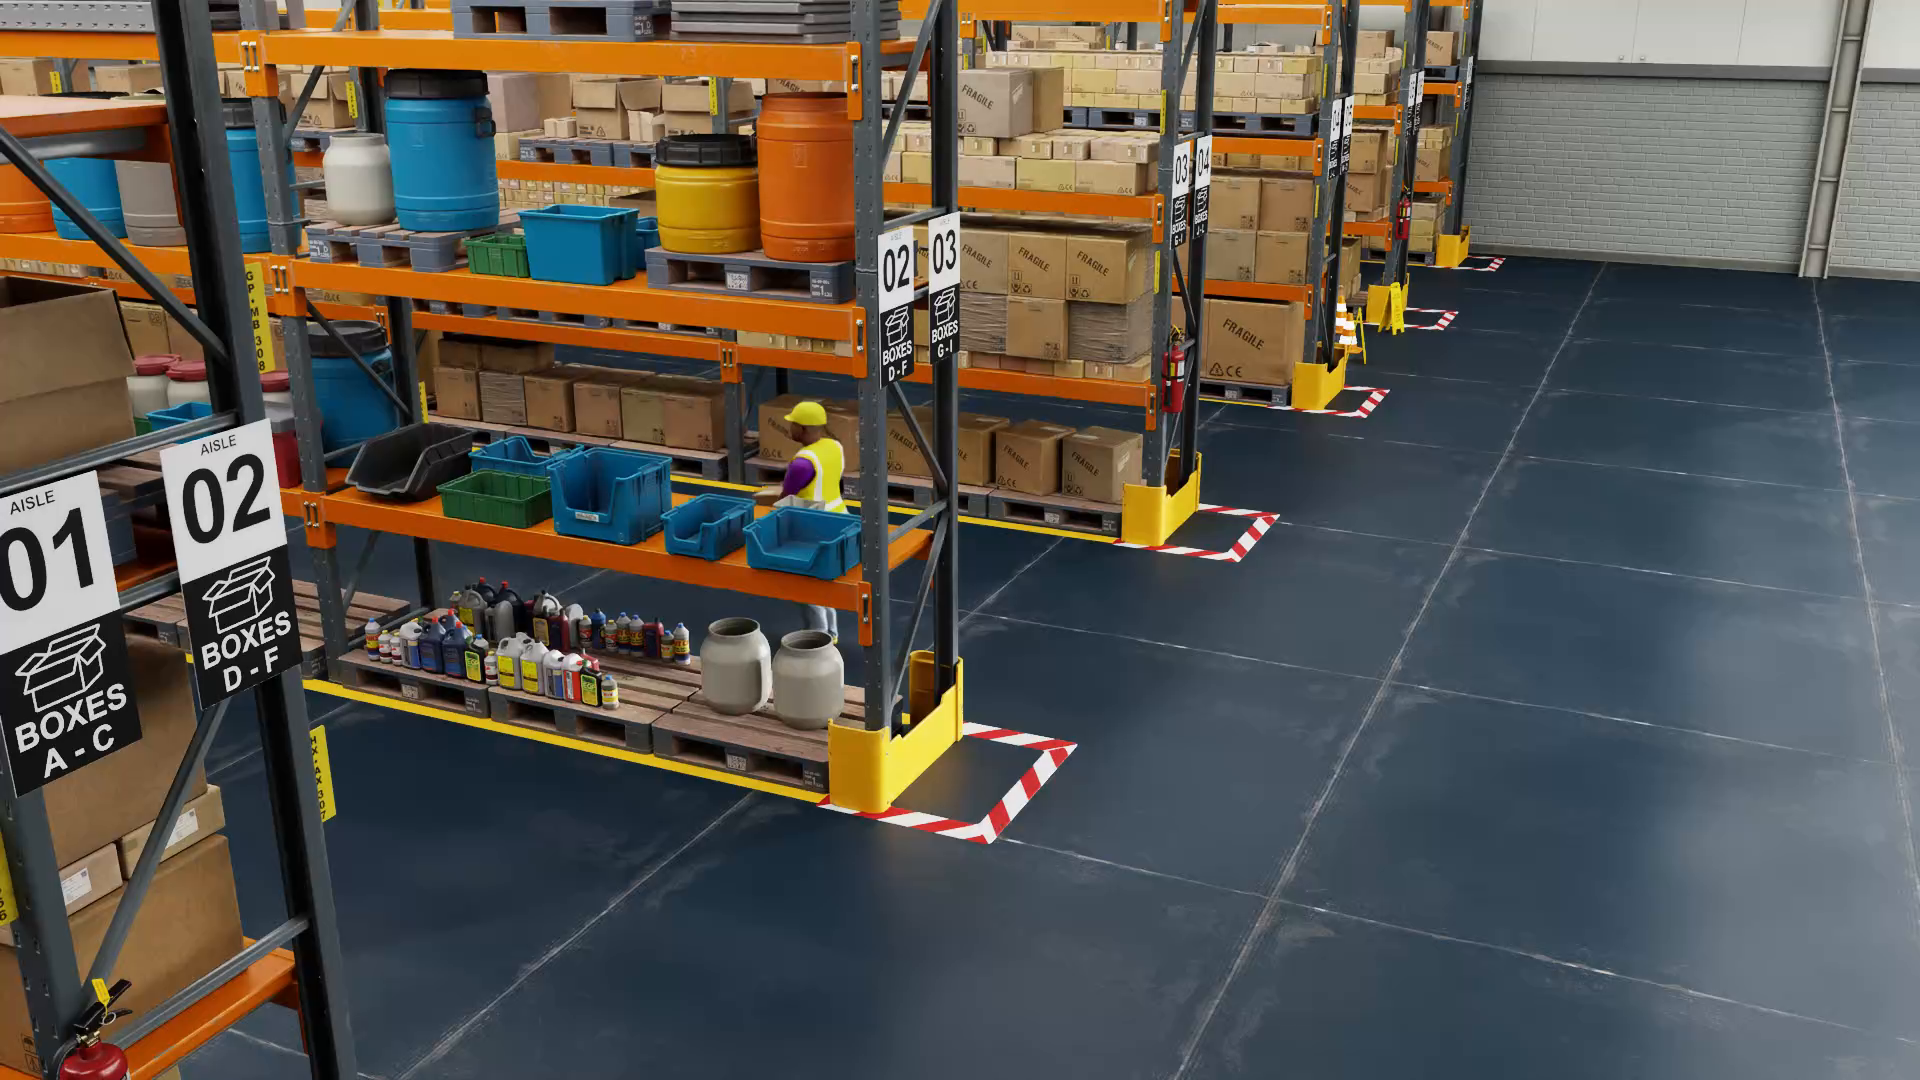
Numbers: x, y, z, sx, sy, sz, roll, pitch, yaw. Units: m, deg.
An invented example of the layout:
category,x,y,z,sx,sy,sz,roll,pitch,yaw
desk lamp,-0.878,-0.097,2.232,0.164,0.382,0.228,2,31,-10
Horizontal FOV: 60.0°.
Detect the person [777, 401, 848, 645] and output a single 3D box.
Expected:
category,x,y,z,sx,sy,sz,roll,pitch,yaw
person,-1.066,-0.090,11.294,0.566,1.762,0.505,8,20,22
